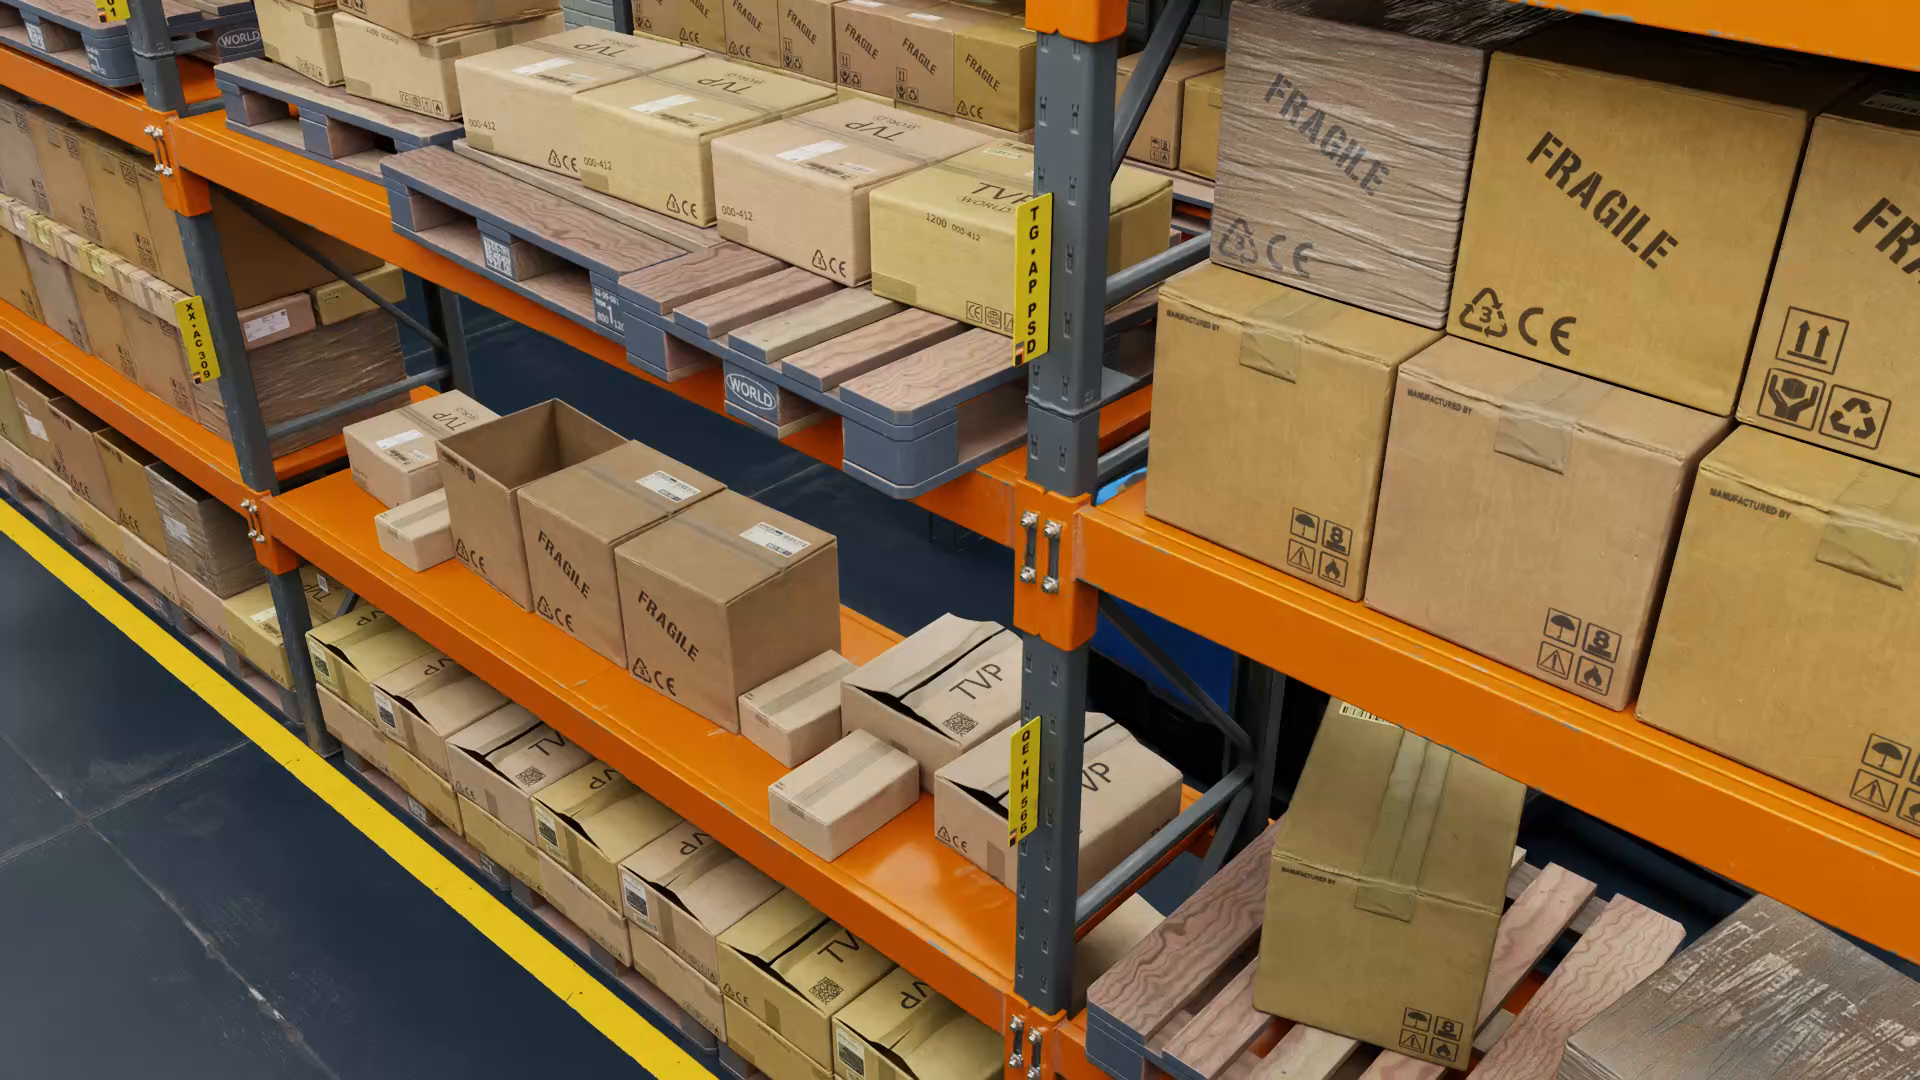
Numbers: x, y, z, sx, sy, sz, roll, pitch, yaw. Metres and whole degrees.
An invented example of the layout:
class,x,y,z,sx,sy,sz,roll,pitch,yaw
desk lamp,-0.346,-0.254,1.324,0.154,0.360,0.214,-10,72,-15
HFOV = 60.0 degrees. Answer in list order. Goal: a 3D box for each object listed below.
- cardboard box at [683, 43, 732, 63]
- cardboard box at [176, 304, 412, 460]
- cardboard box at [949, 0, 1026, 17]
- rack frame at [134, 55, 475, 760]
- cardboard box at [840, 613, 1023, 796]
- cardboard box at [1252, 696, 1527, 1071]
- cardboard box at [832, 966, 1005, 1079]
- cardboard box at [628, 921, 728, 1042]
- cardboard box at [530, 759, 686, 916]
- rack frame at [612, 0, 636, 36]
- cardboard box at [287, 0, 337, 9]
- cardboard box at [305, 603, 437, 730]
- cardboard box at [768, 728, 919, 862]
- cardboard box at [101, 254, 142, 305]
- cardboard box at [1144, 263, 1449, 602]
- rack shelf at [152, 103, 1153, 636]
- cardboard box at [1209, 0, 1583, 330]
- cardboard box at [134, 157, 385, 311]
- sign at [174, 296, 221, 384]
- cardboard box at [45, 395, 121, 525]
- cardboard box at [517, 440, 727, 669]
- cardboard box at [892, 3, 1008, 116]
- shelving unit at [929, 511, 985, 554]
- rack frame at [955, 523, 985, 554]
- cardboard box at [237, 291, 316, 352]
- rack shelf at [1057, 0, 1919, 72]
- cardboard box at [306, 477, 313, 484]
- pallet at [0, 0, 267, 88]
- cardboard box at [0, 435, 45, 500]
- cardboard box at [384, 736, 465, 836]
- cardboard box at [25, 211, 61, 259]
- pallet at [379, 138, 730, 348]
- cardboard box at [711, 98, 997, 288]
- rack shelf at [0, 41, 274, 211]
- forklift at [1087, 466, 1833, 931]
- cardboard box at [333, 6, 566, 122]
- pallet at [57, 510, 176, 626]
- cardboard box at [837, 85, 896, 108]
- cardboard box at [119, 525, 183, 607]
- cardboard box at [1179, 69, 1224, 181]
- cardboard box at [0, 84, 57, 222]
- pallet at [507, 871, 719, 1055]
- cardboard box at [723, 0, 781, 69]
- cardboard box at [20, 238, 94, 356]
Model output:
class,x,y,z,sx,sy,sz,roll,pitch,yaw
cardboard box,-1.550,-3.307,11.461,0.500,0.250,0.500,24,38,34
cardboard box,-2.782,-0.741,6.976,0.500,0.500,0.700,24,38,34
cardboard box,0.283,-3.131,10.442,0.500,0.500,0.500,25,39,35
rack frame,-2.449,-0.547,6.751,0.127,3.000,1.000,25,39,35
cardboard box,-0.017,0.492,5.111,0.500,0.311,0.500,25,39,35
cardboard box,1.059,0.789,4.026,0.500,0.500,0.700,12,33,19
cardboard box,-0.037,1.508,5.052,0.500,0.311,0.500,26,40,36
cardboard box,-0.793,1.394,5.785,0.500,0.250,0.500,26,40,36
cardboard box,-1.169,0.981,5.928,0.500,0.311,0.500,26,40,36
rack frame,-2.094,-3.827,12.199,0.127,3.000,1.000,25,39,35
cardboard box,-2.018,-2.041,5.334,0.500,0.500,0.500,26,39,36
cardboard box,-2.310,0.449,6.811,0.500,0.311,0.500,25,39,35
cardboard box,-0.336,0.739,4.857,0.250,0.149,0.380,25,39,35
cardboard box,-3.368,-1.147,7.020,0.250,0.149,0.380,25,39,35
cardboard box,0.863,-0.353,3.422,0.500,0.500,0.910,25,39,35
rack shelf,-0.966,-0.832,5.013,4.000,0.370,1.077,25,39,35
cardboard box,0.836,-0.766,3.139,0.500,0.500,0.500,25,39,35
cardboard box,-2.782,-1.297,6.641,0.500,0.500,0.700,25,39,35
sign,-2.821,-0.739,6.153,0.005,0.325,0.100,25,39,35
cardboard box,-4.056,-0.464,8.144,0.500,0.500,0.500,25,39,35
cardboard box,-1.129,0.038,5.682,0.500,0.500,0.500,25,39,35
cardboard box,-0.060,-2.924,10.098,0.500,0.500,0.500,25,39,35
shelving unit,-0.011,-0.519,8.449,0.189,1.200,0.258,25,39,35
rack frame,0.057,-0.487,8.396,0.006,1.200,0.240,25,39,35
cardboard box,-2.795,-0.880,6.578,0.250,0.149,0.380,25,39,35
rack shelf,1.999,-0.561,2.043,4.000,0.370,1.077,25,39,35
cardboard box,-2.959,-0.321,7.906,0.500,0.500,0.500,25,39,35
pallet,-3.099,-2.080,6.474,1.213,0.211,1.003,25,39,35
cardboard box,-4.793,-0.491,8.916,0.500,0.250,0.500,25,39,35
cardboard box,-1.938,0.863,6.667,0.500,0.250,0.500,26,40,36
cardboard box,-3.934,-1.411,7.459,0.250,0.149,0.380,27,40,37
pallet,-0.878,-0.954,4.700,1.213,0.211,1.003,27,40,37
cardboard box,-0.258,-0.874,4.123,0.500,0.250,0.500,26,40,36
rack shelf,-3.932,-2.216,7.312,4.000,0.370,1.077,25,39,35
forklift,1.906,-0.144,6.147,1.130,2.935,3.031,-25,39,-35
cardboard box,-1.590,-1.542,5.233,0.500,0.250,0.500,21,37,31
pallet,-3.920,-0.066,8.655,1.213,0.211,1.003,25,39,35
cardboard box,-0.430,-2.779,10.584,0.500,0.250,0.500,25,39,35
cardboard box,-3.684,0.030,8.051,0.500,0.250,0.500,25,39,35
cardboard box,1.636,-2.289,9.120,0.700,0.500,0.500,-25,39,-35
cardboard box,-3.899,-1.818,7.507,0.500,0.500,0.700,25,39,35
pallet,-0.968,1.310,6.370,1.213,0.211,1.003,25,39,35
cardboard box,-1.203,-3.456,10.982,0.500,0.500,0.500,24,38,34
cardboard box,-3.928,-1.273,7.860,0.500,0.500,0.700,26,40,36
